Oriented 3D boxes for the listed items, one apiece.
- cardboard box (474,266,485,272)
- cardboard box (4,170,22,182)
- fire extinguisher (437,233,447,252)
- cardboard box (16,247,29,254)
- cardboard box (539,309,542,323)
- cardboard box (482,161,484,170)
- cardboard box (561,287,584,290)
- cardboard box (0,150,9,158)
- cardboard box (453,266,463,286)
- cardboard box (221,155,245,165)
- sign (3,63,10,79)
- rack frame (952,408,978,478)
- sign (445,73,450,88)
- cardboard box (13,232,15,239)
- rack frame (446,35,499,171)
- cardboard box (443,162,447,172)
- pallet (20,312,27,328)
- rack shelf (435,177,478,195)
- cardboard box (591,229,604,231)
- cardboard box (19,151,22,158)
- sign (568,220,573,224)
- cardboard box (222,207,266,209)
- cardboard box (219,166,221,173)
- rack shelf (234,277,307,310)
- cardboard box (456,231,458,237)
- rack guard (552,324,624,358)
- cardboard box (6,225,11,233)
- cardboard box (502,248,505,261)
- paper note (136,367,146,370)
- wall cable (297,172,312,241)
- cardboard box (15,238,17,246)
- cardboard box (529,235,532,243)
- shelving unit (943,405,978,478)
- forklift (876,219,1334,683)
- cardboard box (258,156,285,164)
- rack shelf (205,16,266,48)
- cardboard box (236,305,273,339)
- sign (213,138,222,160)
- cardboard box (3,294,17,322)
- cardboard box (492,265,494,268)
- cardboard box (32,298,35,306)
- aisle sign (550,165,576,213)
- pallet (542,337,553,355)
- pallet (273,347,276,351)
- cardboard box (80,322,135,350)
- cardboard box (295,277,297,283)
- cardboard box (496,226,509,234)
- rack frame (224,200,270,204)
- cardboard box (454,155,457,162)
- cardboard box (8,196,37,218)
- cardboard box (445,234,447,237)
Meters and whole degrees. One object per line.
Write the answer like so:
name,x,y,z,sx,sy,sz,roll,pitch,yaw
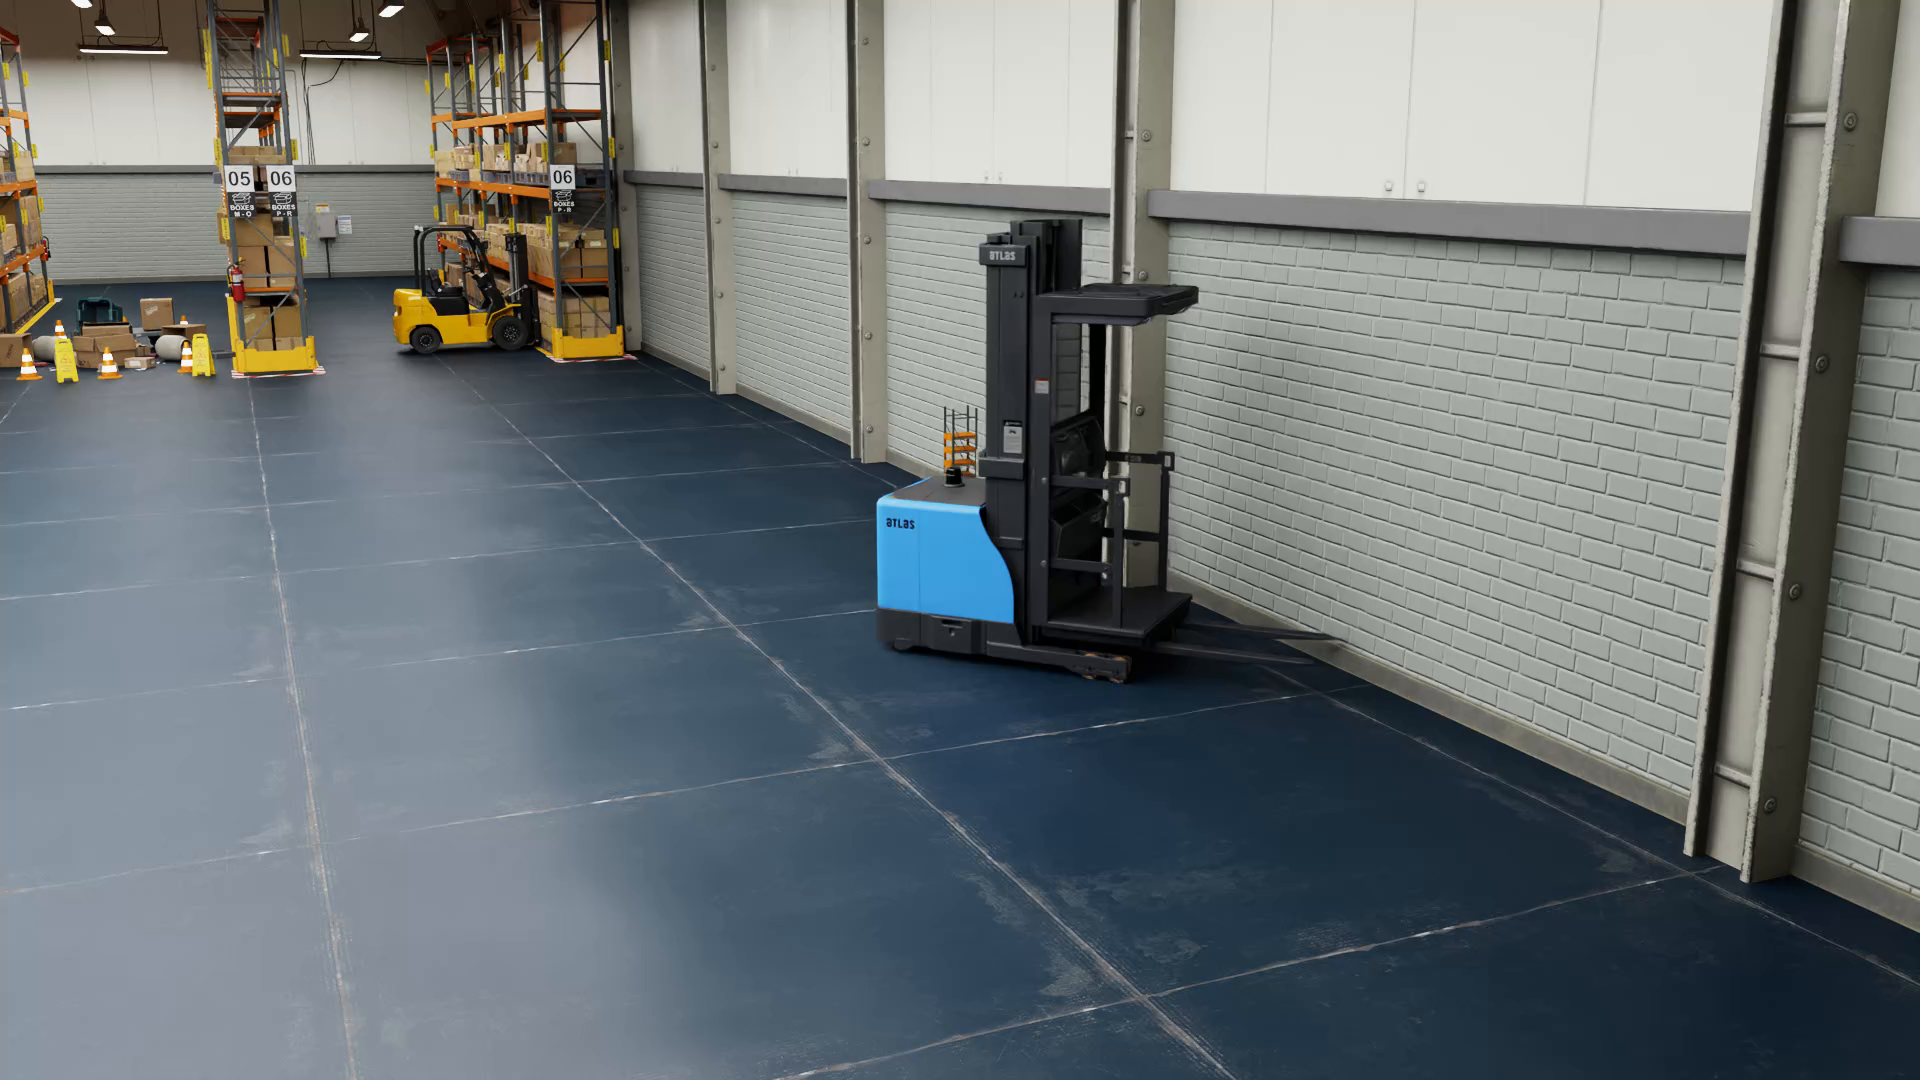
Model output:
cardboard box,-10.986,-6.207,38.211,0.380,0.149,0.250,-6,15,-26
cardboard box,-20.166,-7.695,35.147,0.500,0.250,0.500,-5,14,-20
fire extinguisher,-13.266,-7.700,42.487,0.296,0.674,0.183,-6,14,-23
cardboard box,-20.036,-6.153,35.361,0.380,0.149,0.250,-5,14,-21
cardboard box,-7.273,-4.016,29.626,0.500,0.250,0.500,-6,14,-24
cardboard box,-9.717,-7.780,34.544,0.380,0.166,0.250,-6,14,-23
cardboard box,-7.195,-4.511,30.657,0.500,0.250,0.500,-6,14,-23
cardboard box,-20.117,-8.096,34.884,0.380,0.149,0.250,-6,14,-24
cardboard box,-11.903,-6.388,40.432,0.700,0.500,0.500,-6,14,-25
cardboard box,-11.972,-6.261,27.405,0.380,0.149,0.250,-5,14,-22
sign,-19.716,-9.694,34.375,0.100,0.325,0.005,-6,14,-23
rack frame,0.042,-0.563,14.640,0.240,1.200,0.006,-6,14,-23
sign,-11.686,-10.476,37.929,0.100,0.325,0.005,-6,14,-23
cardboard box,-19.776,-6.296,34.387,0.380,0.149,0.250,-6,14,-23
rack frame,-11.181,-10.027,38.238,1.000,3.000,0.127,-6,14,-23
cardboard box,-12.212,-9.033,40.268,0.500,0.250,0.500,-6,14,-24
pallet,-19.417,-4.416,33.482,1.003,0.211,1.213,-6,14,-23
rack shelf,-11.982,-8.629,40.443,1.077,0.370,4.000,-6,14,-23
cardboard box,-6.362,-5.284,28.730,0.380,0.149,0.250,-5,14,-21
cardboard box,-20.600,-8.372,36.076,0.380,0.149,0.250,-5,14,-20
sign,-7.469,-5.963,31.885,0.100,0.325,0.005,-6,14,-23
cardboard box,-12.545,-5.573,29.198,0.700,0.500,0.500,-6,14,-24
cardboard box,-14.696,-7.731,33.817,0.700,0.500,0.500,-6,15,-26
rack shelf,-11.722,-4.239,28.129,1.077,0.370,4.000,-6,14,-23
cardboard box,-11.609,-7.260,39.258,0.500,0.250,0.500,-5,14,-22
rack guard,-6.364,-3.403,28.463,1.175,0.500,0.348,-6,14,-23
cardboard box,-19.567,-6.331,33.879,0.380,0.149,0.250,-6,14,-23
cardboard box,-8.795,-5.668,33.040,0.500,0.250,0.500,-6,14,-23
paper note,-13.123,-2.745,26.664,0.148,0.019,0.142,-12,18,-42
wall cable,-18.315,-9.270,46.019,0.588,1.984,0.122,-6,14,-23
cardboard box,-19.882,-6.206,34.656,0.380,0.149,0.250,-6,14,-24
cardboard box,-7.603,-5.460,30.148,0.380,0.149,0.250,-6,14,-25
shelving unit,0.006,-0.582,14.722,0.258,1.200,0.189,-6,14,-23
forklift,0.978,-0.633,11.106,3.031,2.935,1.130,6,14,23
cardboard box,-10.876,-5.996,26.259,0.380,0.149,0.250,-6,14,-23
rack shelf,-14.926,-10.434,34.219,1.077,0.370,4.000,-6,14,-23
cardboard box,-11.481,-3.549,27.054,0.500,0.500,0.500,-6,14,-23
sign,-11.437,-6.023,25.626,0.100,0.325,0.005,-6,14,-23
cardboard box,-18.670,-4.517,32.347,0.500,0.500,0.500,-6,14,-25
cardboard box,-10.659,-6.304,38.627,0.380,0.149,0.250,-6,14,-23
cardboard box,-20.074,-5.108,35.677,0.380,0.149,0.250,-6,14,-25
aisle sign,-6.617,-5.852,27.737,0.394,0.787,0.004,-6,14,-23
pallet,-6.719,-3.421,29.184,1.003,0.211,1.213,-6,14,-23
pallet,-11.244,-3.005,27.384,1.003,0.211,1.213,-6,14,-23
cardboard box,-14.326,-3.353,27.940,0.797,0.637,0.503,-6,14,-23
cardboard box,-11.013,-4.256,27.163,0.380,0.149,0.250,-6,14,-25
cardboard box,-9.194,-6.285,33.712,0.380,0.149,0.250,-5,14,-22
rack frame,-15.728,-6.656,36.974,1.000,3.000,0.127,-6,14,-23
cardboard box,-11.228,-8.636,37.622,0.380,0.149,0.250,-6,14,-24
cardboard box,-21.211,-7.518,37.602,0.500,0.500,0.500,-6,14,-25
cardboard box,-12.759,-7.668,41.904,0.380,0.149,0.250,-5,14,-22
